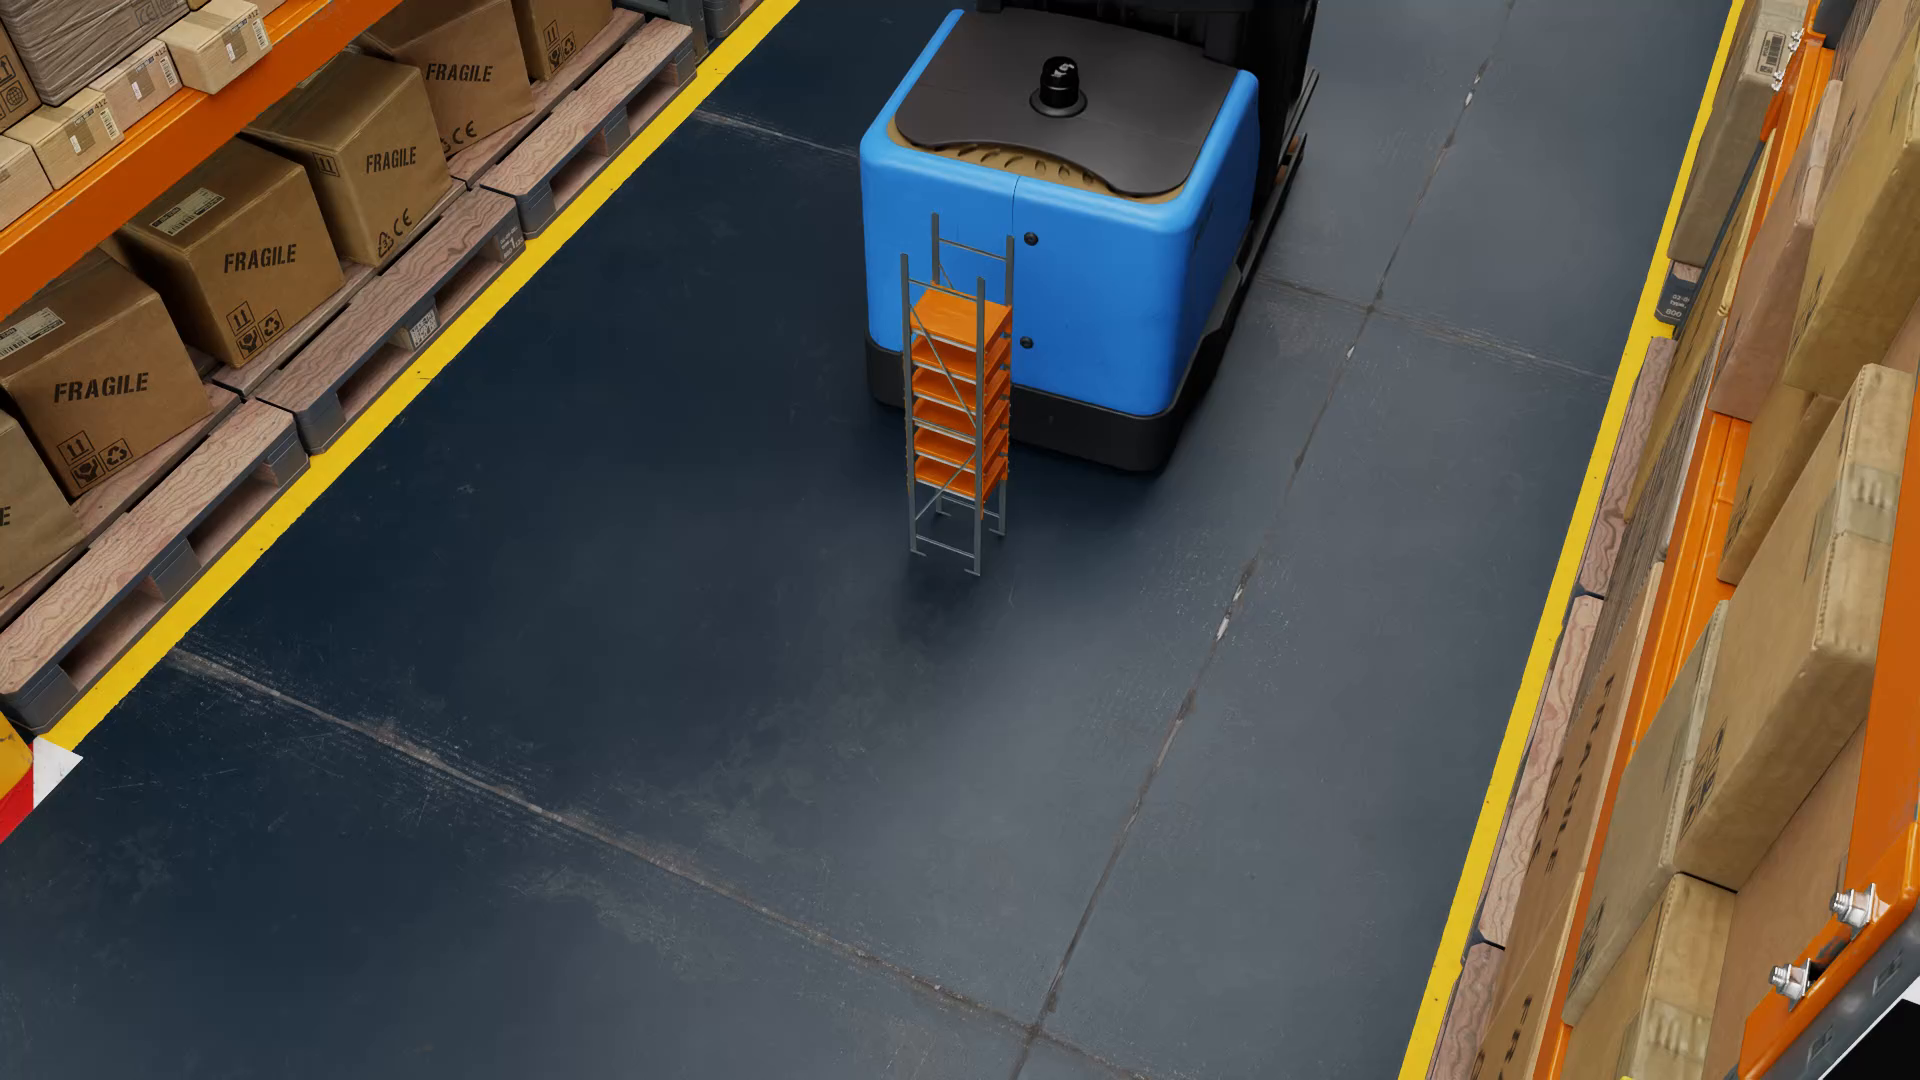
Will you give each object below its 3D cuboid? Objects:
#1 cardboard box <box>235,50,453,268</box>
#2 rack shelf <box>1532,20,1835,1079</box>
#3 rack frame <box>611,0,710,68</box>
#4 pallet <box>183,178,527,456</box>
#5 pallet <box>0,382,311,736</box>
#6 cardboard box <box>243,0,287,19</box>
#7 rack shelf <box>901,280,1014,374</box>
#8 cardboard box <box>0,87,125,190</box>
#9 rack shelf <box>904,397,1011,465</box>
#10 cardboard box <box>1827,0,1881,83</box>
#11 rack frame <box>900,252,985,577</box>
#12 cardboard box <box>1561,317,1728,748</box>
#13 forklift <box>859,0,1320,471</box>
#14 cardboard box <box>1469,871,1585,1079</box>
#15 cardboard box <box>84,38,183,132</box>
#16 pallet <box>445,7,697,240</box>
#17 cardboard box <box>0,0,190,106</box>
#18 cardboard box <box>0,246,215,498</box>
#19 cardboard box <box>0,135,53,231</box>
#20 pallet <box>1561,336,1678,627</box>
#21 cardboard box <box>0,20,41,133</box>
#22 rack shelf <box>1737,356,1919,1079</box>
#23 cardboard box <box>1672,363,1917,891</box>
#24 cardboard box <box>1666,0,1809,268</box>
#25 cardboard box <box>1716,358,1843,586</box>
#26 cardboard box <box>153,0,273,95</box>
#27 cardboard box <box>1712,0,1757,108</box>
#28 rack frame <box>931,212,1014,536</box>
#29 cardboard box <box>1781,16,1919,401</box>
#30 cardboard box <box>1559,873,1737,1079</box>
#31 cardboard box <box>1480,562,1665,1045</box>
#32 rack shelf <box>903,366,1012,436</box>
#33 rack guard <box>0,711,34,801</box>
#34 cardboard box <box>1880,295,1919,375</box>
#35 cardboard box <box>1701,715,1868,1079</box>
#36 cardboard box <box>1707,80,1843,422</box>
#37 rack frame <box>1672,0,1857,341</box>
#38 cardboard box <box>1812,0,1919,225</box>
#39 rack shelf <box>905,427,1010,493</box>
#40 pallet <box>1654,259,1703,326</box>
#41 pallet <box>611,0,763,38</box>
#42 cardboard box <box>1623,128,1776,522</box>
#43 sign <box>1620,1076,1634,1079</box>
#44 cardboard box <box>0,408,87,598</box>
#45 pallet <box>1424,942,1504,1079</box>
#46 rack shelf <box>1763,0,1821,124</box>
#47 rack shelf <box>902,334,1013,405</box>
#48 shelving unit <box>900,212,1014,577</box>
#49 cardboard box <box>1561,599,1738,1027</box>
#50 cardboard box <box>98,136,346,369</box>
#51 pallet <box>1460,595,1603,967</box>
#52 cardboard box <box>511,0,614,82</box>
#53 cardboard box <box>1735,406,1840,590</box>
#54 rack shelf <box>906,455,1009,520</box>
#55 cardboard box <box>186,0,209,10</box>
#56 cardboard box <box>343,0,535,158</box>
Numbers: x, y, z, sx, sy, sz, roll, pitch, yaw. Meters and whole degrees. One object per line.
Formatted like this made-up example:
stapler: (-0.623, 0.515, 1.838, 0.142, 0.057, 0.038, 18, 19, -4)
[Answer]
cardboard box: (-2.169, -1.347, 5.792, 0.500, 0.500, 0.500, 16, 51, 13)
rack shelf: (2.057, 0.161, 3.616, 1.077, 0.370, 4.000, 20, 52, 16)
rack frame: (-1.530, -3.133, 5.946, 1.000, 3.000, 0.127, 20, 52, 16)
pallet: (-2.305, -0.912, 5.888, 1.003, 0.211, 1.213, 20, 52, 16)
pallet: (-2.827, -0.075, 5.175, 1.003, 0.211, 1.213, 20, 52, 16)
cardboard box: (-2.186, -1.632, 4.834, 0.380, 0.149, 0.250, 20, 52, 16)
rack shelf: (-0.006, -0.583, 4.544, 0.258, 0.103, 0.180, 20, 52, 16)
cardboard box: (-2.456, -1.098, 4.379, 0.380, 0.149, 0.250, 20, 52, 16)
rack shelf: (-0.006, -0.350, 4.818, 0.258, 0.103, 0.180, 20, 52, 16)
cardboard box: (2.765, -1.240, 4.237, 0.875, 0.550, 0.550, 20, 52, 16)
rack frame: (-0.045, -0.316, 4.731, 0.240, 1.200, 0.006, 20, 52, 16)
cardboard box: (2.198, 0.135, 4.285, 0.875, 0.875, 0.875, 20, 53, 16)
forklift: (0.691, -2.319, 5.299, 1.130, 2.935, 3.031, 16, 52, 13)
cardboard box: (1.433, 1.369, 3.235, 0.875, 0.875, 0.875, 20, 53, 16)
cardboard box: (-2.373, -1.279, 4.533, 0.380, 0.149, 0.250, 20, 52, 16)
pallet: (-1.785, -1.755, 6.605, 1.003, 0.211, 1.213, 20, 52, 16)
cardboard box: (-2.621, -1.591, 4.373, 0.875, 0.500, 0.500, 20, 52, 16)
cardboard box: (-2.732, -0.552, 5.116, 0.500, 0.500, 0.500, 33, 57, 25)
cardboard box: (-2.569, -0.928, 4.235, 0.380, 0.149, 0.250, 20, 52, 16)
pallet: (2.516, -0.048, 5.152, 1.003, 0.211, 1.213, 20, 52, 16)
cardboard box: (-2.874, -1.260, 4.092, 0.875, 0.500, 0.500, 20, 52, 16)
rack shelf: (2.057, -0.811, 2.474, 1.077, 0.370, 4.000, 20, 52, 16)
cardboard box: (1.548, 0.255, 2.256, 0.875, 0.550, 0.550, 20, 52, 16)
cardboard box: (3.095, -1.313, 5.599, 1.050, 0.750, 0.750, 20, 52, 16)
cardboard box: (2.077, -0.123, 3.287, 0.875, 0.550, 0.500, 20, 52, 16)
cardboard box: (-2.173, -1.417, 4.651, 0.380, 0.149, 0.250, 20, 52, 16)
cardboard box: (3.511, -1.976, 6.164, 1.050, 0.750, 0.750, 20, 52, 16)
rack frame: (0.033, -0.442, 4.838, 0.240, 1.200, 0.006, 20, 52, 16)
cardboard box: (2.019, -0.494, 2.893, 0.875, 0.550, 0.500, 20, 52, 16)
cardboard box: (1.320, 0.986, 2.343, 0.875, 0.550, 0.550, 20, 52, 16)
cardboard box: (1.807, 0.762, 3.751, 0.875, 0.875, 0.875, 19, 52, 16)
rack shelf: (-0.006, -0.428, 4.727, 0.258, 0.103, 0.180, 20, 52, 16)
rack guard: (-3.206, 0.379, 4.599, 1.175, 0.500, 0.348, 20, 52, 16)
cardboard box: (1.910, -0.087, 2.547, 0.875, 0.550, 0.550, 20, 52, 16)
cardboard box: (1.396, 0.663, 1.908, 0.875, 0.550, 0.550, 20, 52, 16)
cardboard box: (2.213, -0.521, 3.625, 0.875, 0.550, 0.550, 20, 52, 16)
rack frame: (2.911, -1.450, 4.514, 1.000, 3.000, 0.127, 20, 52, 16)
cardboard box: (2.238, -0.862, 3.206, 0.875, 0.550, 0.550, 20, 52, 16)
rack shelf: (-0.006, -0.272, 4.910, 0.258, 0.103, 0.180, 20, 52, 16)
pallet: (3.173, -1.102, 6.049, 1.003, 0.211, 1.213, 20, 52, 16)
pallet: (-1.199, -2.766, 7.465, 1.003, 0.211, 1.213, 20, 52, 16)
cardboard box: (2.579, -0.487, 4.814, 0.875, 0.875, 0.875, 21, 53, 17)
sign: (0.718, 0.667, 1.797, 0.100, 0.325, 0.005, 20, 52, 16)
cardboard box: (-2.957, -0.129, 4.756, 0.500, 0.500, 0.500, 29, 55, 22)
pallet: (1.473, 1.633, 3.722, 1.003, 0.211, 1.213, 20, 52, 16)
rack shelf: (3.766, -2.594, 5.960, 1.077, 0.370, 4.000, 20, 52, 16)
rack shelf: (-0.006, -0.506, 4.636, 0.258, 0.103, 0.180, 20, 52, 16)
shelving unit: (-0.006, -0.379, 4.785, 0.258, 1.200, 0.189, 20, 52, 16)
cardboard box: (1.535, 0.600, 2.671, 0.875, 0.550, 0.550, 20, 52, 16)
cardboard box: (-2.448, -0.977, 5.477, 0.500, 0.500, 0.500, 24, 54, 19)
pallet: (1.996, 0.795, 4.435, 1.003, 0.211, 1.213, 20, 52, 16)
cardboard box: (-1.737, -2.197, 6.515, 0.500, 0.500, 0.500, 18, 52, 15)
cardboard box: (1.888, 0.255, 2.965, 0.875, 0.550, 0.550, 20, 52, 16)
rack shelf: (-0.006, -0.195, 5.001, 0.258, 0.103, 0.180, 20, 52, 16)
cardboard box: (-2.397, -1.931, 4.663, 0.875, 0.500, 0.500, 20, 52, 16)
cardboard box: (-1.975, -1.800, 6.177, 0.500, 0.500, 0.500, 36, 58, 27)
